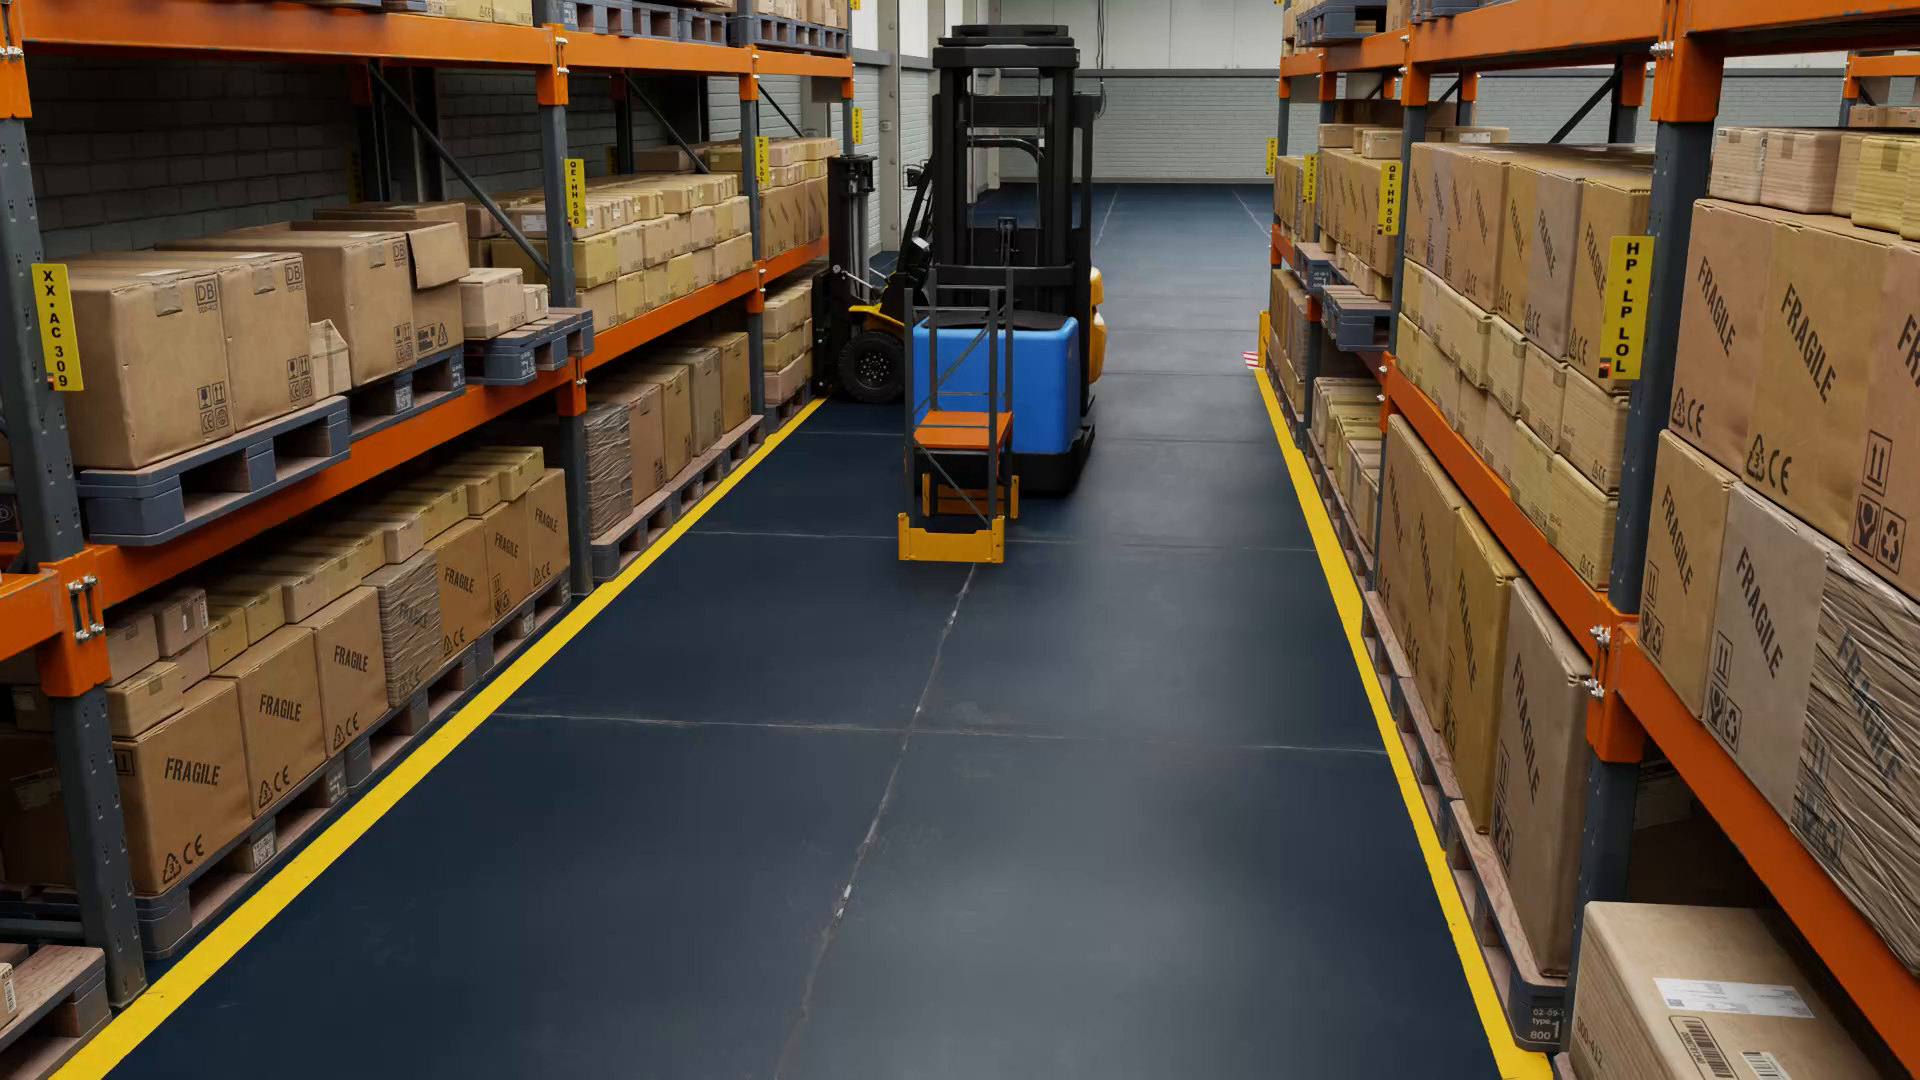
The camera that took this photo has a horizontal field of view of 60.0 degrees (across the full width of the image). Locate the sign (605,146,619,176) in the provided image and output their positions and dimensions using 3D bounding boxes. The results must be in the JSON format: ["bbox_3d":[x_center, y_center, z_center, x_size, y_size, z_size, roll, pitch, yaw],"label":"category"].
[{"bbox_3d":[-2.512,-2.688,12.048,0.100,0.325,0.005,2,15,6],"label":"sign"}]

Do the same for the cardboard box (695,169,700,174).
[{"bbox_3d":[-2.186,-2.735,12.594,0.380,0.149,0.250,1,15,5],"label":"cardboard box"}]

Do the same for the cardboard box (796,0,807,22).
[{"bbox_3d":[-1.636,-4.467,13.496,0.797,0.503,0.637,2,15,8],"label":"cardboard box"}]

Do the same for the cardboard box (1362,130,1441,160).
[{"bbox_3d":[2.425,-2.174,9.147,0.380,0.149,0.250,1,15,4],"label":"cardboard box"}]

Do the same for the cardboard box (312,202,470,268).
[{"bbox_3d":[-2.625,-1.301,7.731,0.500,0.500,0.500,2,15,9],"label":"cardboard box"}]

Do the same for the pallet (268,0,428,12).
[{"bbox_3d":[-2.606,-1.935,5.684,1.213,0.211,1.003,2,15,6],"label":"pallet"}]

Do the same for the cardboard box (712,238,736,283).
[{"bbox_3d":[-1.809,-1.875,11.137,0.500,0.250,0.500,2,15,6],"label":"cardboard box"}]

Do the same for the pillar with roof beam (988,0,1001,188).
[{"bbox_3d":[5.180,-13.650,42.902,9.100,9.000,0.400,2,15,6],"label":"pillar with roof beam"}]

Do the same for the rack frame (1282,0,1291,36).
[{"bbox_3d":[3.423,-6.005,14.628,1.000,3.000,0.127,2,15,6],"label":"rack frame"}]

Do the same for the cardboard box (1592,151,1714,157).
[{"bbox_3d":[2.610,-1.161,6.101,0.500,0.500,0.500,2,15,6],"label":"cardboard box"}]

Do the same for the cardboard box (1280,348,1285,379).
[{"bbox_3d":[2.943,-1.509,13.958,0.500,0.250,0.500,3,15,10],"label":"cardboard box"}]

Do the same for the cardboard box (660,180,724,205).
[{"bbox_3d":[-1.767,-2.281,10.917,0.380,0.149,0.250,1,15,5],"label":"cardboard box"}]

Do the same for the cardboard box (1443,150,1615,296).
[{"bbox_3d":[2.102,-1.181,6.177,0.500,0.500,0.500,2,15,8],"label":"cardboard box"}]

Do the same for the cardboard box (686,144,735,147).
[{"bbox_3d":[-2.048,-3.144,13.539,0.380,0.149,0.250,2,15,6],"label":"cardboard box"}]

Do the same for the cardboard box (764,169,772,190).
[{"bbox_3d":[-1.635,-2.720,12.540,0.380,0.149,0.250,2,15,8],"label":"cardboard box"}]

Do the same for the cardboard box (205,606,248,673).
[{"bbox_3d":[-2.586,0.323,5.462,0.380,0.149,0.250,1,15,3],"label":"cardboard box"}]

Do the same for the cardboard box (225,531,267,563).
[{"bbox_3d":[-2.946,0.044,6.495,0.380,0.149,0.250,1,15,4],"label":"cardboard box"}]

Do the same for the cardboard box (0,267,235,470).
[{"bbox_3d":[-2.586,-0.511,4.810,0.700,0.500,0.500,2,15,8],"label":"cardboard box"}]

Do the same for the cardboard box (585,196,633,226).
[{"bbox_3d":[-2.034,-1.819,9.209,0.380,0.149,0.250,2,15,7],"label":"cardboard box"}]

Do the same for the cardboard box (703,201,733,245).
[{"bbox_3d":[-1.813,-2.117,11.073,0.500,0.250,0.500,1,15,5],"label":"cardboard box"}]

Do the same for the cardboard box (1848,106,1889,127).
[{"bbox_3d":[8.273,-3.487,14.457,0.875,0.550,0.550,2,15,6],"label":"cardboard box"}]

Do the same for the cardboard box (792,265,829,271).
[{"bbox_3d":[-1.303,-2.351,15.156,0.500,0.250,0.500,2,15,7],"label":"cardboard box"}]

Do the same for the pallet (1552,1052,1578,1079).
[{"bbox_3d":[1.906,1.545,3.545,1.003,0.211,1.213,2,15,6],"label":"pallet"}]

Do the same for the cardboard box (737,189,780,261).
[{"bbox_3d":[-1.651,-2.372,12.496,0.500,0.500,0.500,1,15,5],"label":"cardboard box"}]

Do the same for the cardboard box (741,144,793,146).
[{"bbox_3d":[-1.563,-3.132,13.493,0.380,0.149,0.250,2,15,6],"label":"cardboard box"}]

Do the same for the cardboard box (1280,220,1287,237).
[{"bbox_3d":[2.980,-2.708,14.413,0.380,0.149,0.250,2,15,7],"label":"cardboard box"}]

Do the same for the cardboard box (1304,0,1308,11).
[{"bbox_3d":[2.882,-3.976,12.589,0.500,0.250,0.500,1,15,5],"label":"cardboard box"}]

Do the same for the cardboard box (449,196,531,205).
[{"bbox_3d":[-2.609,-1.833,9.259,0.380,0.149,0.250,1,15,5],"label":"cardboard box"}]

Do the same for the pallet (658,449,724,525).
[{"bbox_3d":[-2.140,-0.361,10.591,1.003,0.211,1.213,2,15,6],"label":"pallet"}]

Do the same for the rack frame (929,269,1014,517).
[{"bbox_3d":[0.067,-0.878,10.036,0.500,1.500,0.032,2,15,6],"label":"rack frame"}]

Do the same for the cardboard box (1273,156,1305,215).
[{"bbox_3d":[3.094,-3.186,14.935,0.500,0.500,0.500,1,15,5],"label":"cardboard box"}]

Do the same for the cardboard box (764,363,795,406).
[{"bbox_3d":[-1.577,-1.207,12.844,0.500,0.250,0.500,2,15,7],"label":"cardboard box"}]

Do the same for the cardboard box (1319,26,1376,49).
[{"bbox_3d":[2.704,-3.489,11.552,0.380,0.149,0.250,2,15,7],"label":"cardboard box"}]

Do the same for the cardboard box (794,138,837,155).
[{"bbox_3d":[-1.337,-3.595,15.205,0.380,0.149,0.250,2,15,6],"label":"cardboard box"}]

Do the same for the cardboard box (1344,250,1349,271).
[{"bbox_3d":[2.420,-1.611,9.551,0.380,0.149,0.250,1,15,4],"label":"cardboard box"}]

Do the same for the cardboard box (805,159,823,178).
[{"bbox_3d":[-1.390,-3.184,14.255,0.380,0.149,0.250,2,15,7],"label":"cardboard box"}]

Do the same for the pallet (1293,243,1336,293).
[{"bbox_3d":[2.741,-1.785,10.883,1.003,0.211,1.213,2,15,6],"label":"pallet"}]

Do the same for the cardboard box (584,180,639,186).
[{"bbox_3d":[-2.333,-2.293,10.962,0.380,0.149,0.250,2,15,6],"label":"cardboard box"}]

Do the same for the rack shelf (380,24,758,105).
[{"bbox_3d":[-2.186,-2.798,9.896,1.077,0.370,4.000,2,15,6],"label":"rack shelf"}]

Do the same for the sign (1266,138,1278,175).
[{"bbox_3d":[2.884,-3.542,15.357,0.100,0.325,0.005,2,15,6],"label":"sign"}]

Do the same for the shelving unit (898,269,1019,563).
[{"bbox_3d":[0.009,-0.744,9.539,0.587,1.500,1.083,2,15,6],"label":"shelving unit"}]

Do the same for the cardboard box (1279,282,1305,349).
[{"bbox_3d":[2.936,-1.873,13.869,0.500,0.500,0.500,2,15,7],"label":"cardboard box"}]

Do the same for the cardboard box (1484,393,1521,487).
[{"bbox_3d":[2.004,-0.310,5.349,0.500,0.250,0.500,1,15,5],"label":"cardboard box"}]

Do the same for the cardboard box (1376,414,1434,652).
[{"bbox_3d":[2.360,-0.034,7.307,0.875,0.875,0.875,2,15,6],"label":"cardboard box"}]

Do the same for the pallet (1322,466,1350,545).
[{"bbox_3d":[2.750,-0.206,10.018,1.003,0.211,1.213,2,15,6],"label":"pallet"}]

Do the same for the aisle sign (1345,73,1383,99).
[{"bbox_3d":[3.719,-4.371,15.100,0.394,0.787,0.004,2,15,6],"label":"aisle sign"}]

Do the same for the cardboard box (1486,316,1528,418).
[{"bbox_3d":[1.979,-0.551,5.283,0.500,0.250,0.500,2,15,8],"label":"cardboard box"}]

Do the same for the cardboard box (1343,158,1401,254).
[{"bbox_3d":[2.399,-1.820,9.079,0.500,0.500,0.500,1,15,2],"label":"cardboard box"}]

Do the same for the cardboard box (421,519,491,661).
[{"bbox_3d":[-2.369,0.206,7.137,0.500,0.500,0.500,2,15,9],"label":"cardboard box"}]

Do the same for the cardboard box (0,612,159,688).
[{"bbox_3d":[-2.618,0.319,4.908,0.380,0.149,0.250,1,15,5],"label":"cardboard box"}]

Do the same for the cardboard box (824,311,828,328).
[{"bbox_3d":[-1.418,-1.841,14.230,0.500,0.250,0.500,2,15,6],"label":"cardboard box"}]

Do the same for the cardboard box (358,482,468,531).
[{"bbox_3d":[-2.364,-0.147,7.199,0.380,0.149,0.250,2,15,8],"label":"cardboard box"}]

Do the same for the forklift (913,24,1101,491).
[{"bbox_3d":[0.392,-2.064,11.679,1.130,2.935,3.031,2,15,9],"label":"forklift"}]

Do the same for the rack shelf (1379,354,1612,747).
[{"bbox_3d":[2.295,-0.168,5.914,1.077,0.370,4.000,2,15,6],"label":"rack shelf"}]

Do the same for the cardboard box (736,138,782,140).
[{"bbox_3d":[-1.851,-3.611,15.265,0.380,0.149,0.250,2,15,8],"label":"cardboard box"}]

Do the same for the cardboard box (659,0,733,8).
[{"bbox_3d":[-1.800,-3.677,10.943,0.500,0.311,0.500,1,15,4],"label":"cardboard box"}]

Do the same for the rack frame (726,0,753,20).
[{"bbox_3d":[-1.960,-5.112,11.329,1.000,3.000,0.127,2,15,6],"label":"rack frame"}]

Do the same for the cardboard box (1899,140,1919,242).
[{"bbox_3d":[1.628,-0.501,2.418,0.380,0.149,0.250,1,15,5],"label":"cardboard box"}]
